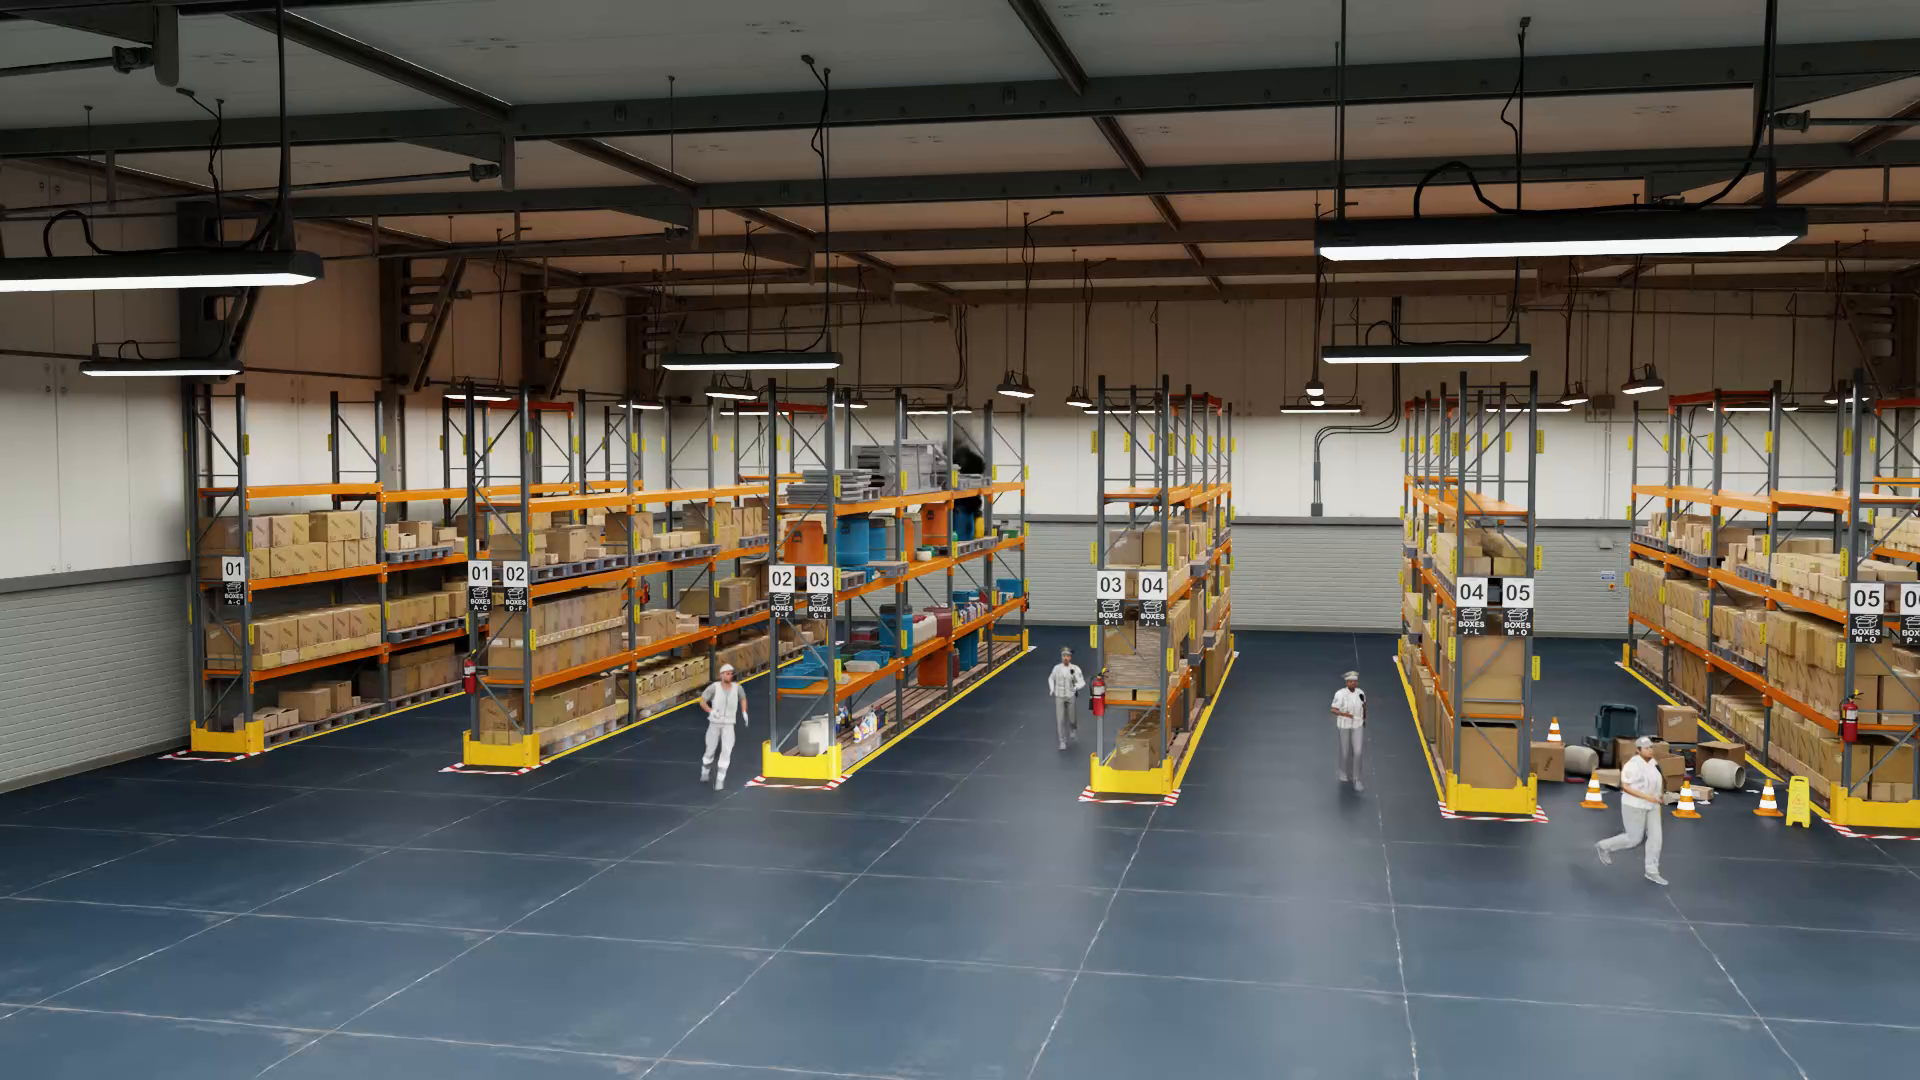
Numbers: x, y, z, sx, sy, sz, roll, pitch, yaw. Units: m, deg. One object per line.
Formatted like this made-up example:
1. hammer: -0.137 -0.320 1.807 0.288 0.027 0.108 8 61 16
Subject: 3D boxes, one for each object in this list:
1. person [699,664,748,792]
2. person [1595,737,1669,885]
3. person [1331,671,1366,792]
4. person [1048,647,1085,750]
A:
1. person: -3.453 2.720 24.361 0.730 1.820 0.731 -1 3 -17
2. person: 7.833 3.092 19.225 0.615 1.670 0.838 -2 4 -30
3. person: 5.694 2.775 24.331 0.559 1.754 0.768 0 3 3
4. person: 1.752 2.595 27.505 0.626 1.662 0.785 1 3 11
